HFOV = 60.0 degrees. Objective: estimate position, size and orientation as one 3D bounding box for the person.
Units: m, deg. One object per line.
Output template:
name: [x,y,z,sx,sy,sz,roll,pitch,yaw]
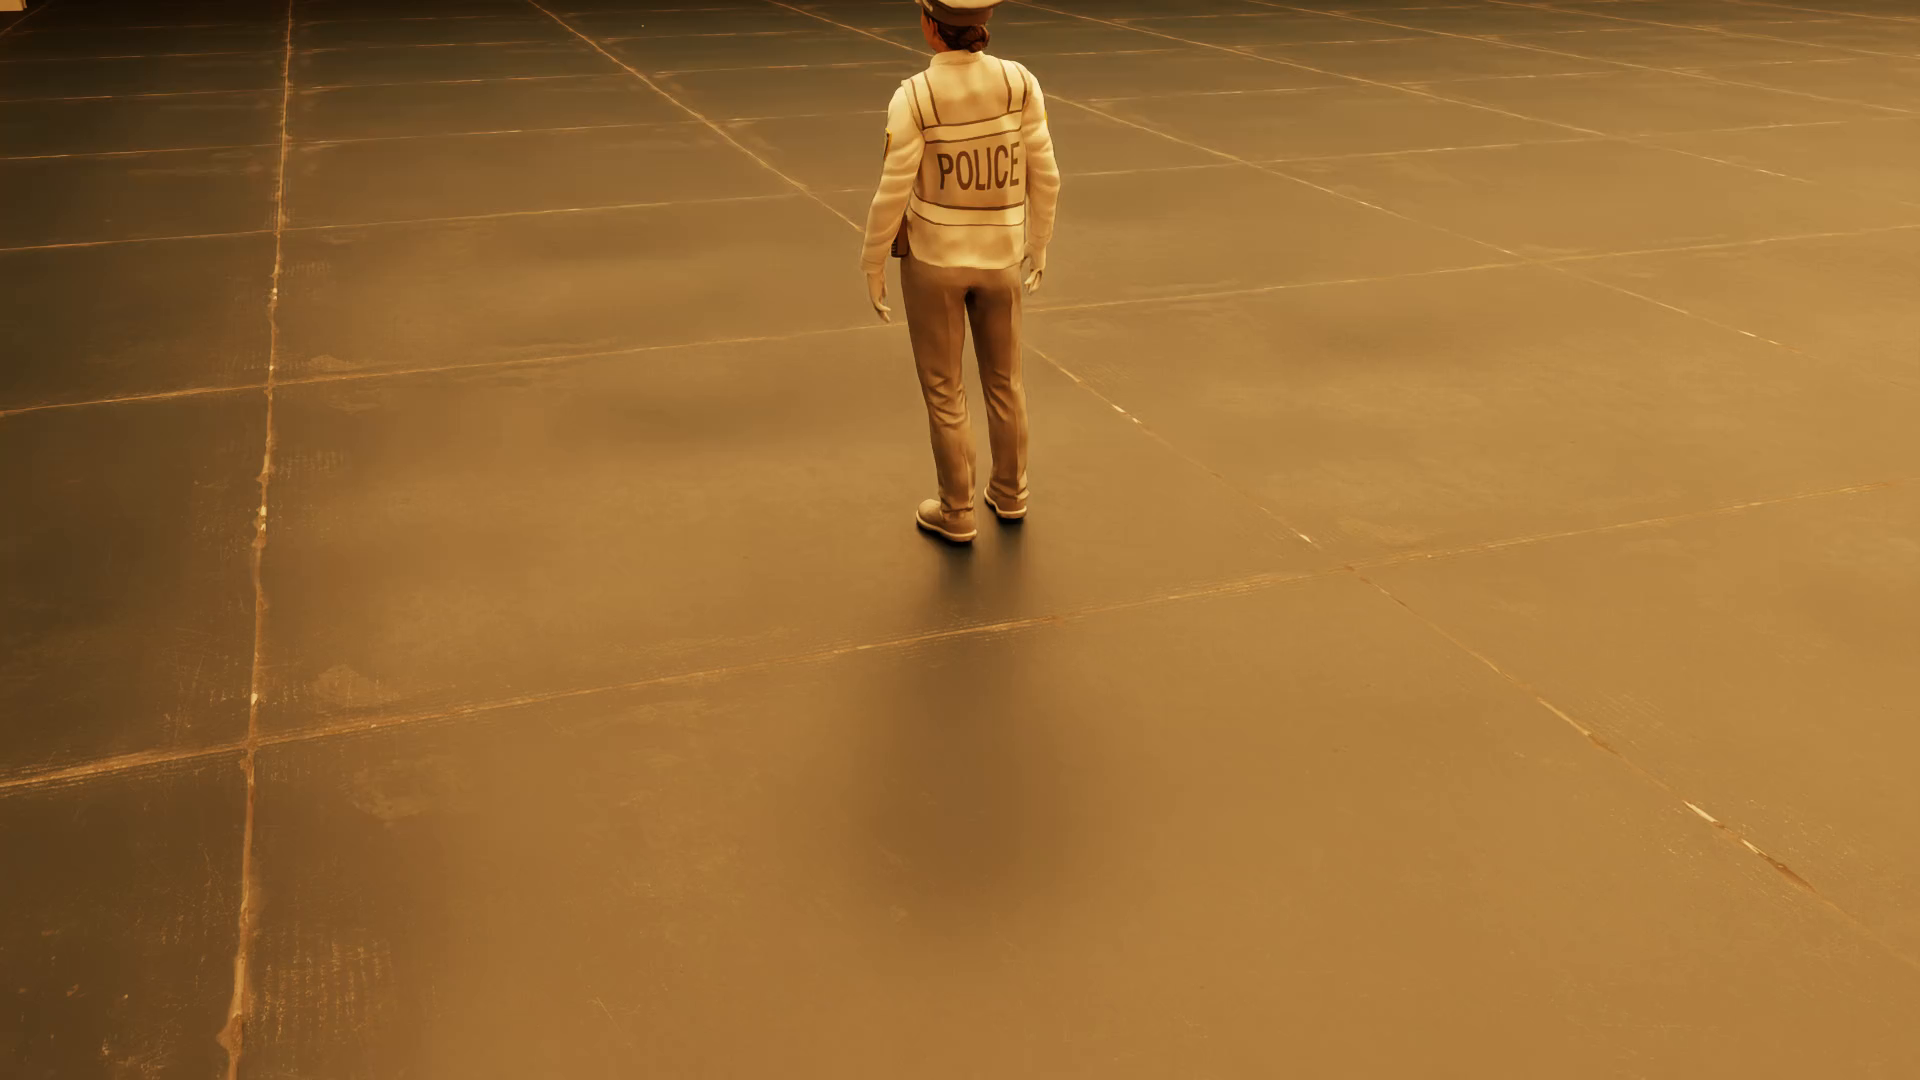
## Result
person: [-0.017,-0.814,4.810,0.586,1.694,0.530,-8,24,-18]
